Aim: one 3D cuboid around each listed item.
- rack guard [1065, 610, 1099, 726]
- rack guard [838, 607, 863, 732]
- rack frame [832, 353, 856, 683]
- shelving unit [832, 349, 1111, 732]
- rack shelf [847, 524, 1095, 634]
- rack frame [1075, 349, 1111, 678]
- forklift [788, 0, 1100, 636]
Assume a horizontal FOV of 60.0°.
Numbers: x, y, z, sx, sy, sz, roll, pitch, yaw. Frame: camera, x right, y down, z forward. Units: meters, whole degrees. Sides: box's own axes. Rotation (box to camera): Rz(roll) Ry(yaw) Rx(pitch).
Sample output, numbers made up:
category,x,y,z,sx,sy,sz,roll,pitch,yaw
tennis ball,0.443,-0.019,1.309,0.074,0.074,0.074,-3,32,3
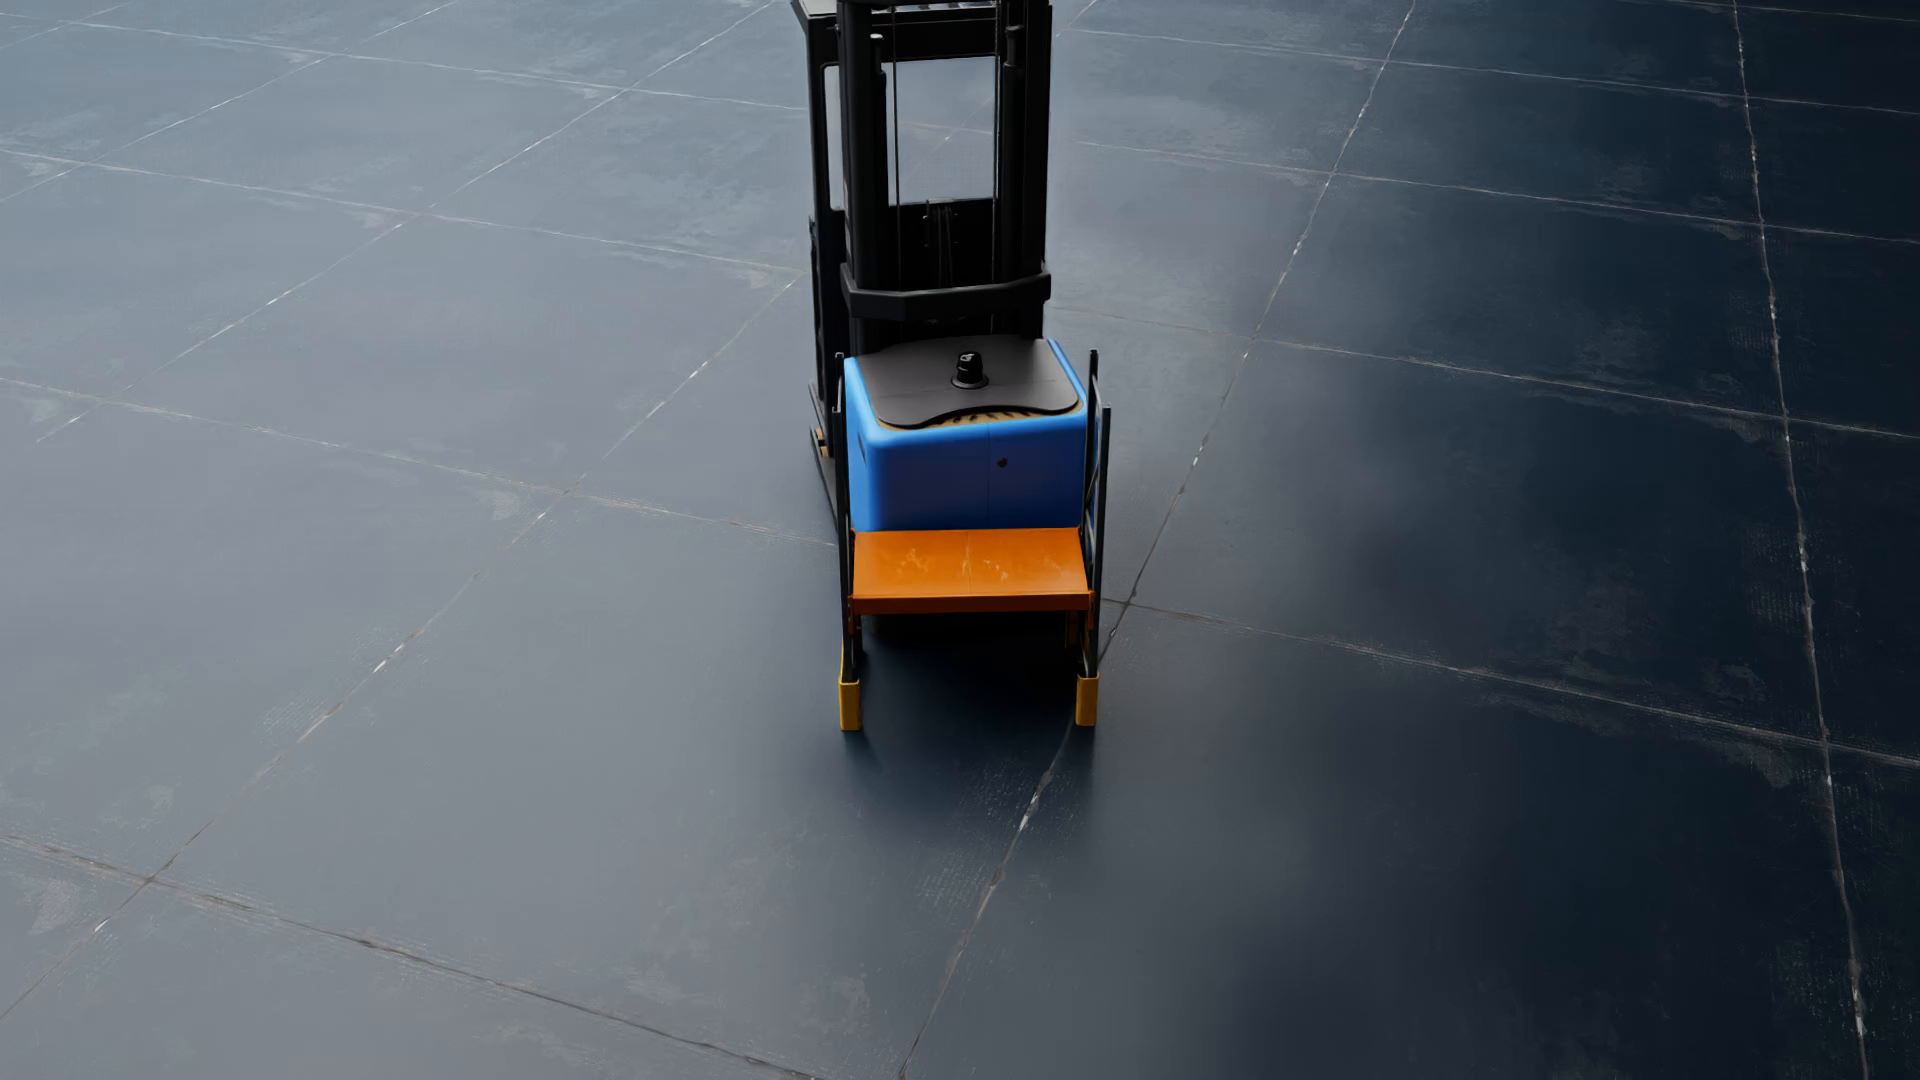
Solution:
category,x,y,z,sx,sy,sz,roll,pitch,yaw
rack guard,0.525,0.523,7.210,0.087,0.250,0.587,-1,33,-2
rack guard,-0.470,0.542,7.180,0.087,0.250,0.587,-1,33,-2
rack frame,-0.471,0.017,6.841,0.032,1.500,0.500,-1,33,-2
shelving unit,0.028,0.007,6.856,1.083,1.500,0.587,-1,33,-2
rack shelf,0.037,0.158,6.954,1.000,0.185,0.538,-1,33,-2
rack frame,0.545,-0.003,6.871,0.032,1.500,0.500,-1,33,-2
forklift,-0.187,-1.593,8.016,1.130,2.935,3.031,-7,33,-10
